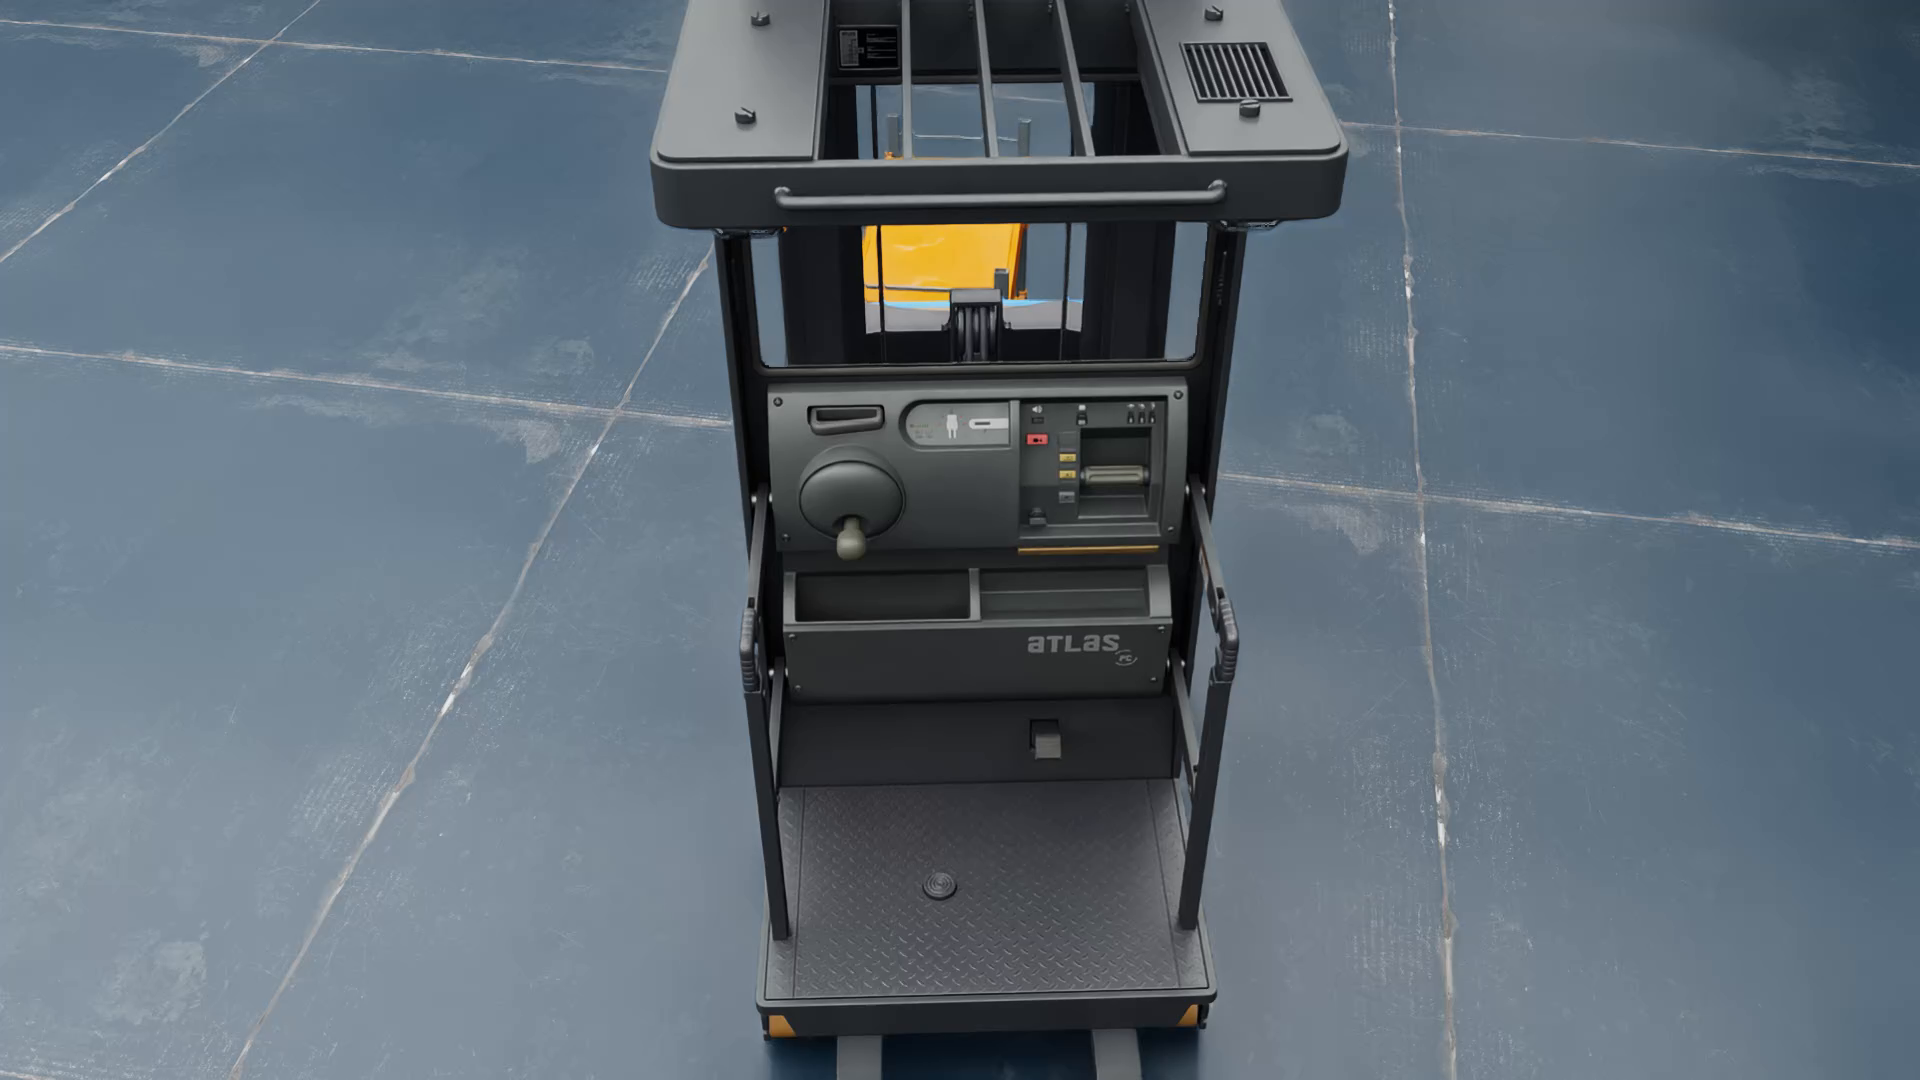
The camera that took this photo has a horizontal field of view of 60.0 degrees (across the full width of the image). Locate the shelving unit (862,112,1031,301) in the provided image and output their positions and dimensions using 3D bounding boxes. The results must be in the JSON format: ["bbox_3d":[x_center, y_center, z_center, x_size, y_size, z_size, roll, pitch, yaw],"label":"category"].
[{"bbox_3d":[-0.055,-0.711,5.727,0.538,1.125,1.048,3,40,4],"label":"shelving unit"}]

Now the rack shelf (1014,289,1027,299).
[{"bbox_3d":[-0.055,-0.522,5.882,0.538,0.278,1.000,3,40,4],"label":"rack shelf"}]

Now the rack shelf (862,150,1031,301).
[{"bbox_3d":[-0.055,-0.936,5.540,0.538,0.278,1.000,3,40,4],"label":"rack shelf"}]

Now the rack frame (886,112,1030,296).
[{"bbox_3d":[-0.007,-1.033,6.117,0.500,1.125,0.032,3,40,4],"label":"rack frame"}]

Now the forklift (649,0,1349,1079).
[{"bbox_3d":[0.051,-0.081,3.547,1.130,2.935,3.031,-1,40,-1],"label":"forklift"}]

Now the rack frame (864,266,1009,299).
[{"bbox_3d":[-0.103,-0.388,5.337,0.500,1.125,0.032,3,40,4],"label":"rack frame"}]
